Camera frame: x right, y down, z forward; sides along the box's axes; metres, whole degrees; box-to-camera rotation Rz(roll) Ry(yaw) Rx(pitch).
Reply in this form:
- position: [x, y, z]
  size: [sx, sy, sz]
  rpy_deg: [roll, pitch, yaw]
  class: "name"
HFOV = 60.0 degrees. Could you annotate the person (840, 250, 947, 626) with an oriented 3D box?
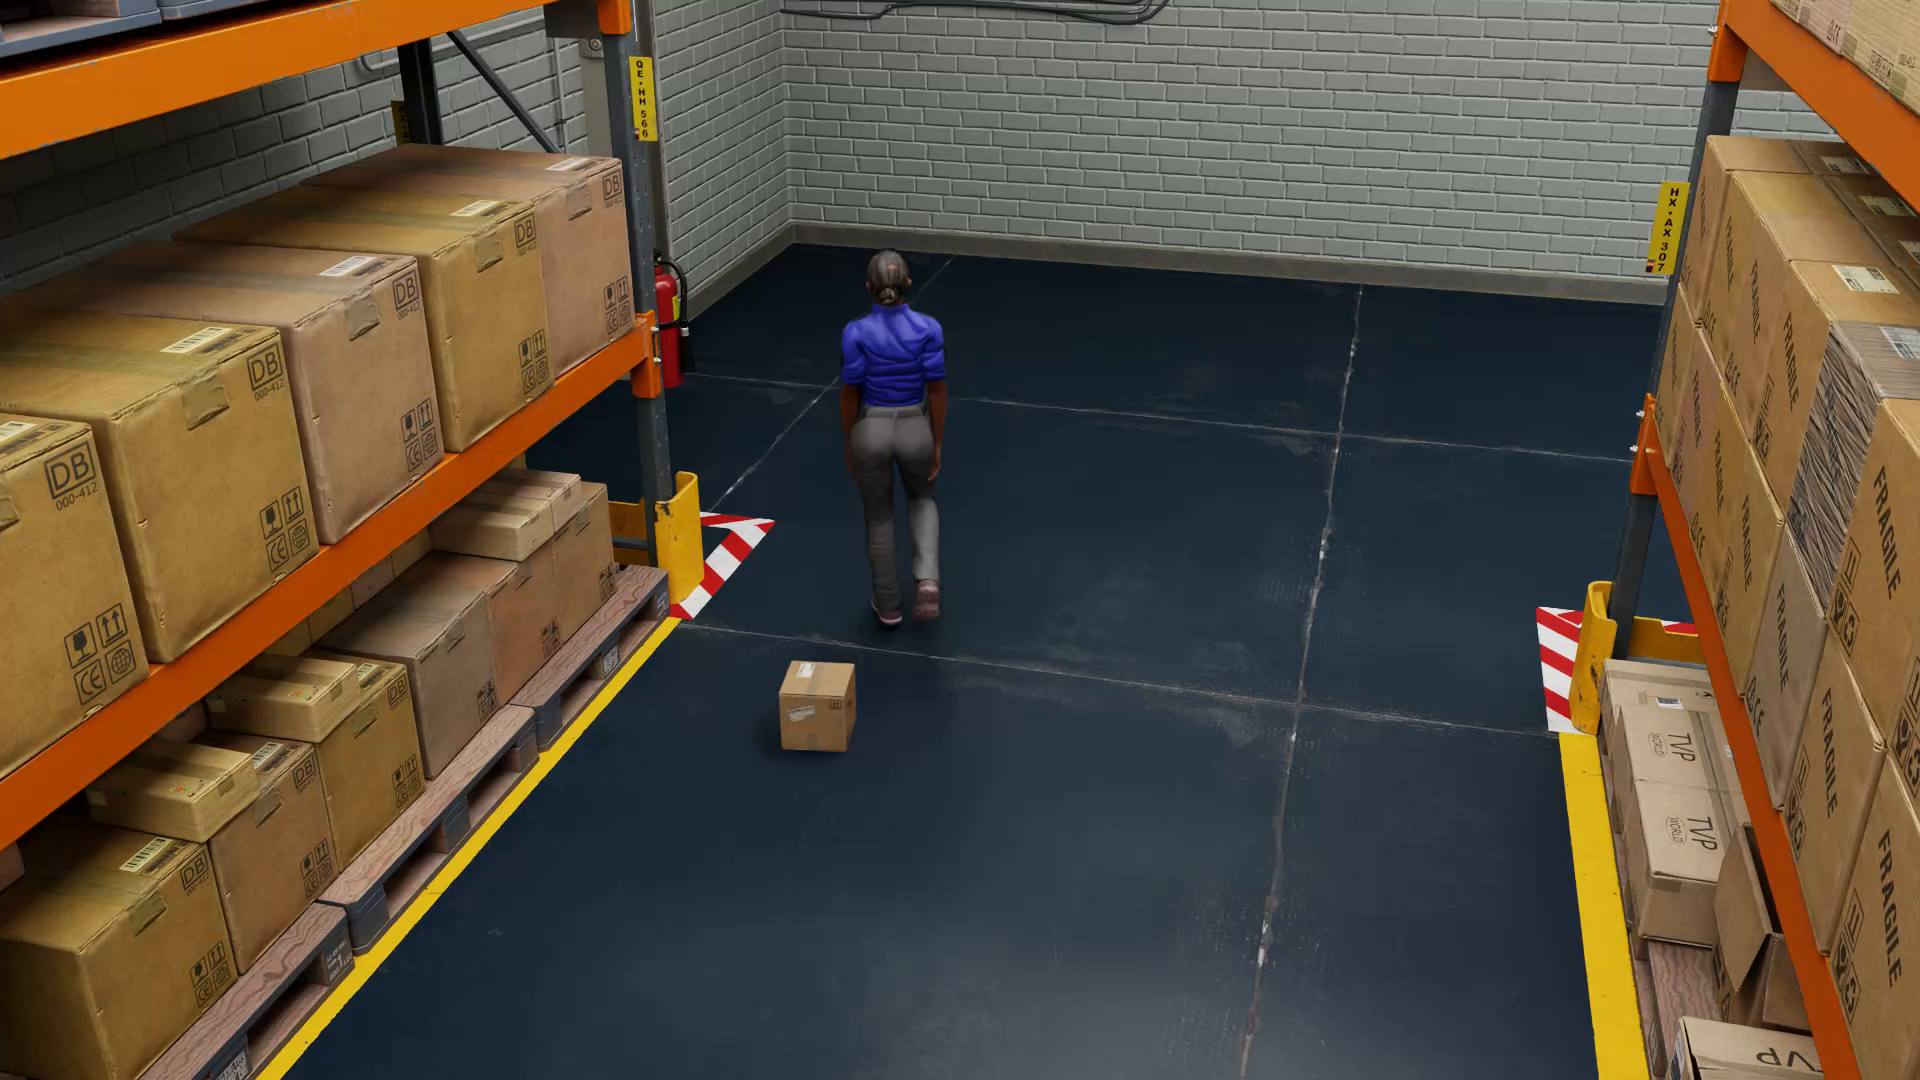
- position: [-0.276, -0.405, 6.914]
  size: [0.436, 1.644, 0.464]
  rpy_deg: [-5, 26, -10]
  class: "person"
